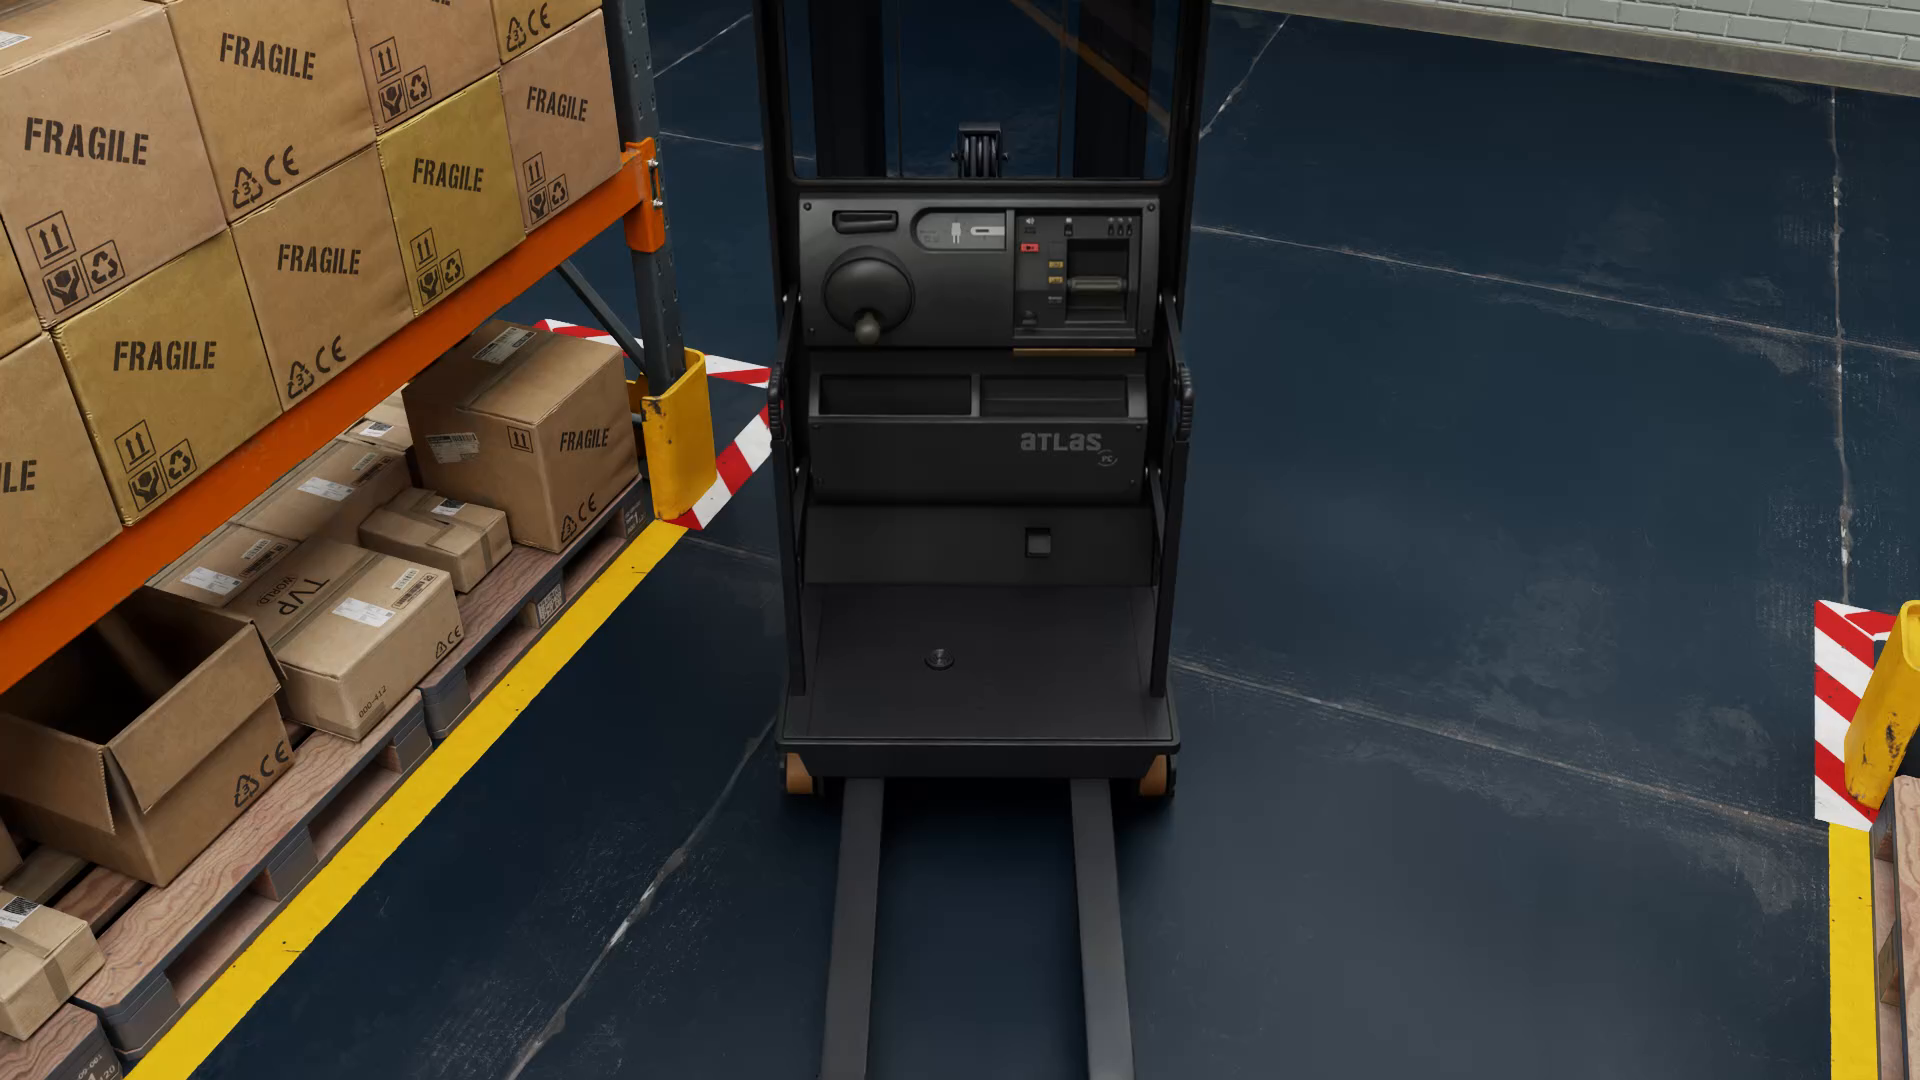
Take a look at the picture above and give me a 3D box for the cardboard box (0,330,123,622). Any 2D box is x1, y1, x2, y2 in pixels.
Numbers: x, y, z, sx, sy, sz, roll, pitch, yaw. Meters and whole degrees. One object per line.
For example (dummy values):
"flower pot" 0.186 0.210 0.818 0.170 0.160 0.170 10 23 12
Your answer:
"cardboard box" -2.132 -0.136 3.342 0.500 0.500 0.500 14 39 18

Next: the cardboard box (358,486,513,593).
"cardboard box" -1.657 -0.010 5.257 0.380 0.166 0.250 14 39 18

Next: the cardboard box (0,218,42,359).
"cardboard box" -2.131 -0.522 3.025 0.500 0.500 0.500 13 39 16

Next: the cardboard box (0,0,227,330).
"cardboard box" -1.935 -0.809 3.408 0.500 0.500 0.500 15 39 19

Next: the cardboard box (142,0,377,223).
"cardboard box" -1.740 -1.093 3.788 0.500 0.500 0.500 15 39 19

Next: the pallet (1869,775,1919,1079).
"pallet" 2.790 1.166 4.014 1.003 0.211 1.213 14 39 18

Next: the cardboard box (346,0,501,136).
"cardboard box" -1.547 -1.381 4.173 0.500 0.500 0.500 15 39 19

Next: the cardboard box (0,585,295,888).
"cardboard box" -2.252 0.468 4.337 0.797 0.503 0.637 14 39 18

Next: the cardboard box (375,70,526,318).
"cardboard box" -1.553 -0.971 4.461 0.500 0.500 0.500 14 39 18

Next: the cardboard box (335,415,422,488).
"cardboard box" -2.012 -0.279 5.617 0.380 0.166 0.250 14 39 18

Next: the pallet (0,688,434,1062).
"pallet" -2.237 0.744 4.578 1.003 0.211 1.213 14 39 18

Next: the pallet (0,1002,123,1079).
"pallet" -2.700 1.422 3.671 1.003 0.211 1.213 14 39 18

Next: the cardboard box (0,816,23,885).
"cardboard box" -2.722 0.791 4.065 0.500 0.311 0.500 14 39 18

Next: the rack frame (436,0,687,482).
"rack frame" -1.440 -1.529 5.291 1.000 3.000 0.127 14 39 18

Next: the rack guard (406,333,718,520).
"rack guard" -1.469 -0.486 5.983 1.175 0.500 0.348 14 39 18

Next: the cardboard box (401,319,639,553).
"cardboard box" -1.419 -0.347 5.430 0.500 0.500 0.500 14 39 18

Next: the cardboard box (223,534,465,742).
"cardboard box" -1.808 0.272 4.810 0.500 0.250 0.500 14 39 18

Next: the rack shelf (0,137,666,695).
"rack shelf" -2.201 -0.134 4.025 1.077 0.370 4.000 14 39 18

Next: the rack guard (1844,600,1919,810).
"rack guard" 3.136 0.586 4.548 1.175 0.500 0.348 14 39 18

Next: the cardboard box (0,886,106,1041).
"cardboard box" -2.282 0.980 3.933 0.380 0.166 0.250 14 39 18

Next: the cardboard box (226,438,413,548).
"cardboard box" -2.100 -0.091 5.296 0.500 0.250 0.500 14 39 18

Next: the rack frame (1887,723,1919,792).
"rack frame" 3.139 -0.399 3.778 1.000 3.000 0.127 14 39 18

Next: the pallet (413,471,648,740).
"pallet" -1.771 0.071 5.479 1.003 0.211 1.213 14 39 18

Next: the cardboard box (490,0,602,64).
"cardboard box" -1.355 -1.661 4.548 0.500 0.500 0.500 14 39 17

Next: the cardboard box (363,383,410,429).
"cardboard box" -1.917 -0.410 5.807 0.380 0.149 0.250 14 39 18

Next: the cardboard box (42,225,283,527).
"cardboard box" -1.940 -0.418 3.720 0.500 0.500 0.500 13 39 17

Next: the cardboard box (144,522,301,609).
"cardboard box" -2.290 0.186 4.925 0.500 0.250 0.500 14 39 18

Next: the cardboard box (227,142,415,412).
"cardboard box" -1.748 -0.696 4.093 0.500 0.500 0.500 14 39 18

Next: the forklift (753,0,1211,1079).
"forklift" 0.050 -0.629 4.144 1.130 2.935 3.031 0 37 0

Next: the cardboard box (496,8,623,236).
"cardboard box" -1.359 -1.259 4.846 0.500 0.500 0.500 15 39 19
